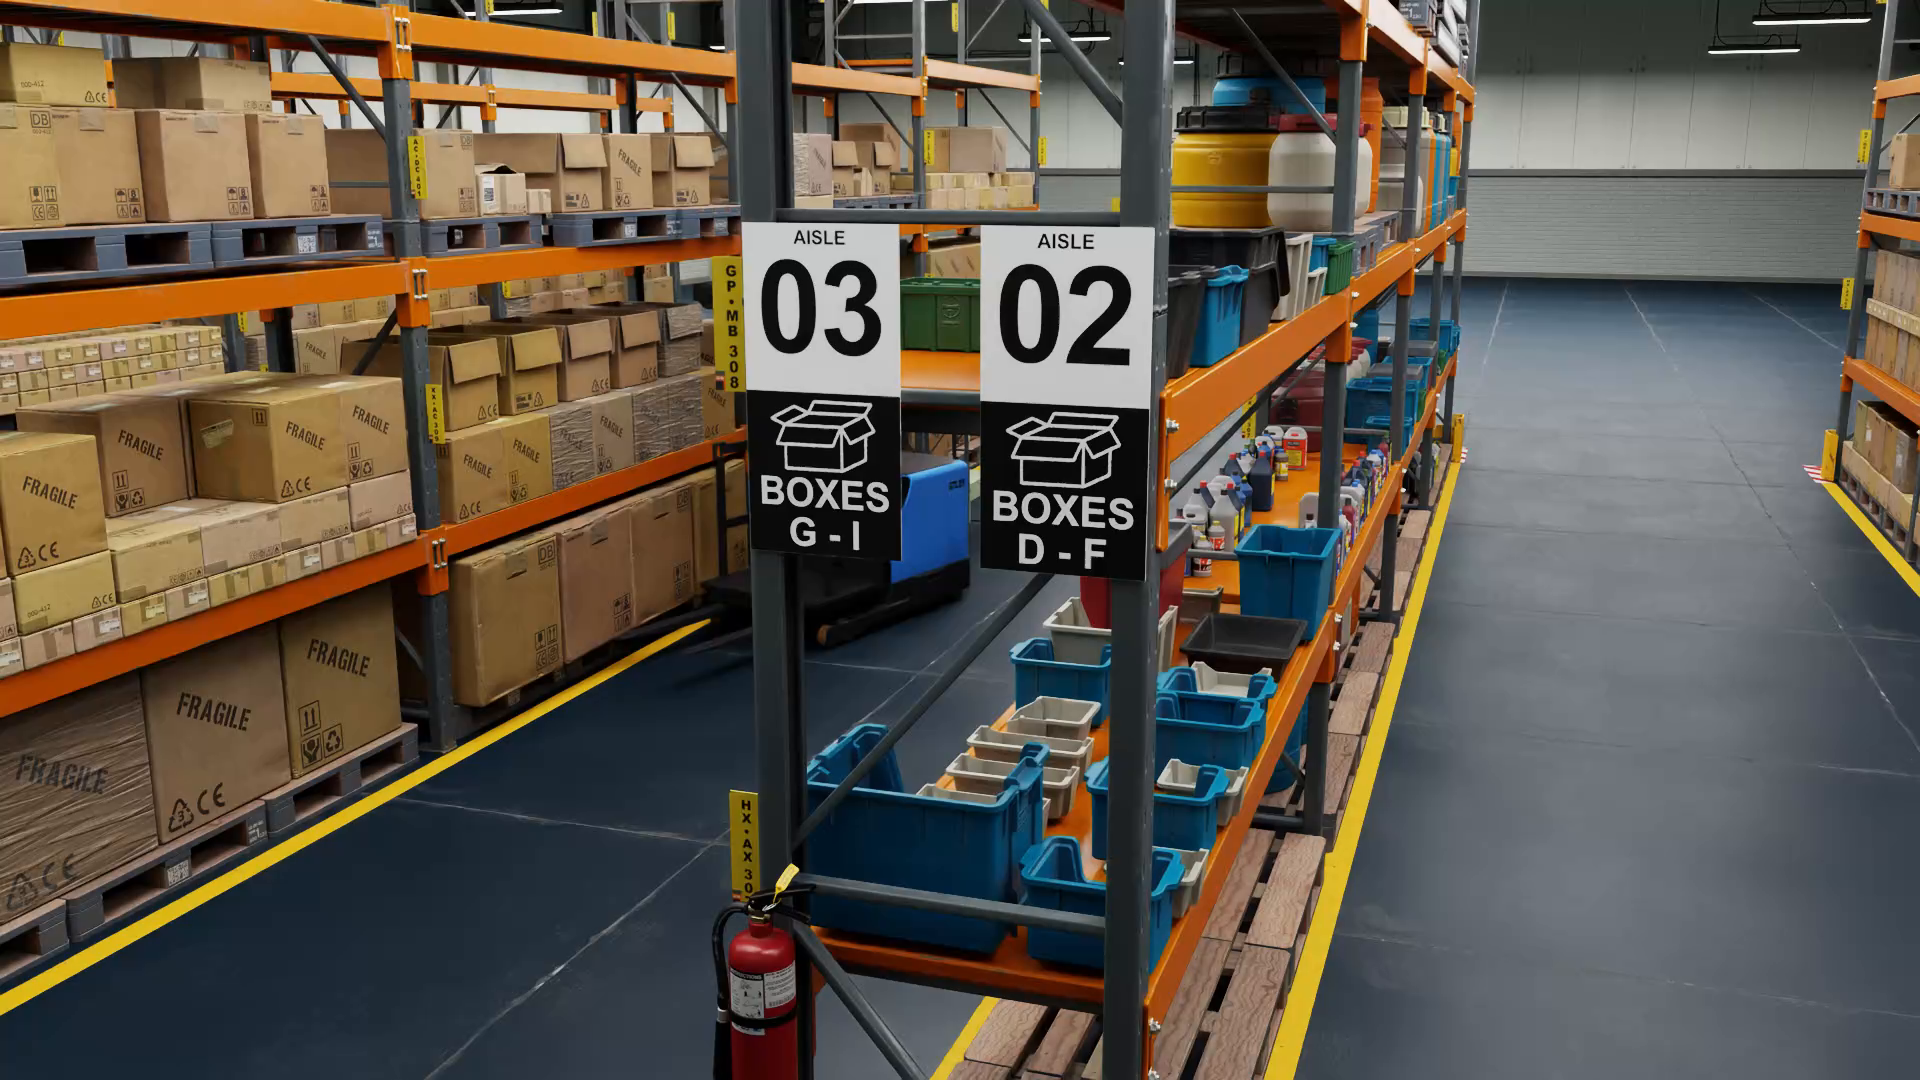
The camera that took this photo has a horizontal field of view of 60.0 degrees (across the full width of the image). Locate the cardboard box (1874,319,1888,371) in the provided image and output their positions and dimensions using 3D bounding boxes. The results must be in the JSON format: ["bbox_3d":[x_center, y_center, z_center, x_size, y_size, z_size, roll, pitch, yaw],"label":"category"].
[{"bbox_3d":[9.510,-1.926,16.459,0.700,0.500,0.500,5,14,20],"label":"cardboard box"}]

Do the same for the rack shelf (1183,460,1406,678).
[{"bbox_3d":[1.917,0.014,9.804,1.077,0.370,4.000,4,14,18],"label":"rack shelf"}]

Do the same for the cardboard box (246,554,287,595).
[{"bbox_3d":[-3.538,0.154,8.135,0.380,0.149,0.250,5,14,19],"label":"cardboard box"}]

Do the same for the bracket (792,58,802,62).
[{"bbox_3d":[-5.612,-14.128,48.576,0.076,0.066,4.783,4,14,18],"label":"bracket"}]

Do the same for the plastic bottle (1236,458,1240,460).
[{"bbox_3d":[1.681,-0.362,10.122,0.097,0.271,0.097,0,13,0],"label":"plastic bottle"}]

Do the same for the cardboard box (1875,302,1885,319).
[{"bbox_3d":[9.343,-2.275,16.531,0.380,0.149,0.250,4,14,19],"label":"cardboard box"}]

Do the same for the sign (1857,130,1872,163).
[{"bbox_3d":[9.315,-4.054,17.123,0.100,0.325,0.005,4,14,18],"label":"sign"}]

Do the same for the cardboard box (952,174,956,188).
[{"bbox_3d":[-0.263,-3.758,17.413,0.380,0.149,0.250,5,14,20],"label":"cardboard box"}]

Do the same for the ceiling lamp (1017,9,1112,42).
[{"bbox_3d":[2.308,-12.269,35.401,2.000,3.185,0.800,4,14,18],"label":"ceiling lamp"}]

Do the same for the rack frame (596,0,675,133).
[{"bbox_3d":[-4.195,-6.102,21.501,1.000,3.000,0.127,4,14,18],"label":"rack frame"}]

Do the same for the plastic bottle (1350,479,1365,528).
[{"bbox_3d":[2.250,-0.210,9.456,0.097,0.271,0.097,0,13,0],"label":"plastic bottle"}]

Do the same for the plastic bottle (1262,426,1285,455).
[{"bbox_3d":[2.118,-0.630,11.285,0.152,0.276,0.135,4,14,18],"label":"plastic bottle"}]

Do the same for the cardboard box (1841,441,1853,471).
[{"bbox_3d":[9.454,-0.852,17.217,0.500,0.250,0.500,4,14,18],"label":"cardboard box"}]

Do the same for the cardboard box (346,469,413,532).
[{"bbox_3d":[-3.311,-0.233,8.935,0.500,0.250,0.500,4,13,17],"label":"cardboard box"}]

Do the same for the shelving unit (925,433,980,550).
[{"bbox_3d":[0.002,-0.733,14.827,0.431,1.500,0.755,4,14,18],"label":"shelving unit"}]

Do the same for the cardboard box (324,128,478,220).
[{"bbox_3d":[-3.239,-2.111,9.588,0.700,0.500,0.500,5,14,20],"label":"cardboard box"}]

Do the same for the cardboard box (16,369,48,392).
[{"bbox_3d":[-7.095,-1.205,12.477,0.380,0.149,0.250,4,13,17],"label":"cardboard box"}]

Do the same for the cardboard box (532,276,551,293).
[{"bbox_3d":[-5.269,-3.134,19.216,0.875,0.550,0.550,4,14,18],"label":"cardboard box"}]

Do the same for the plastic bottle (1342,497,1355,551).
[{"bbox_3d":[2.079,-0.093,8.915,0.061,0.283,0.133,4,14,18],"label":"plastic bottle"}]

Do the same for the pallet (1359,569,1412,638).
[{"bbox_3d":[2.851,0.441,12.581,1.003,0.211,1.213,4,14,18],"label":"pallet"}]

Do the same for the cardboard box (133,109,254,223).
[{"bbox_3d":[-3.791,-1.755,7.803,0.700,0.500,0.500,5,14,21],"label":"cardboard box"}]

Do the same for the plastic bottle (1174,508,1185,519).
[{"bbox_3d":[1.123,-0.017,8.585,0.061,0.283,0.133,4,14,18],"label":"plastic bottle"}]

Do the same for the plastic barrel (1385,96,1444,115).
[{"bbox_3d":[4.282,-3.714,15.707,0.600,0.901,0.708,4,14,18],"label":"plastic barrel"}]

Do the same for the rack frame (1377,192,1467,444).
[{"bbox_3d":[5.152,-2.443,18.949,1.000,3.000,0.127,4,14,18],"label":"rack frame"}]

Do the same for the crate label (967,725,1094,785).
[{"bbox_3d":[0.243,0.720,5.548,0.396,0.136,0.243,4,14,18],"label":"crate label"}]

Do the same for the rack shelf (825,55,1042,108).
[{"bbox_3d":[-0.181,-4.951,18.079,1.077,0.370,4.000,4,14,18],"label":"rack shelf"}]

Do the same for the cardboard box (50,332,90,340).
[{"bbox_3d":[-7.370,-1.618,13.621,0.380,0.149,0.250,4,13,16],"label":"cardboard box"}]

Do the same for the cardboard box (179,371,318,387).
[{"bbox_3d":[-3.814,-0.628,8.980,0.500,0.500,0.500,4,14,18],"label":"cardboard box"}]

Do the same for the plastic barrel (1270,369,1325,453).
[{"bbox_3d":[2.427,-0.944,12.077,0.600,0.536,0.708,4,14,18],"label":"plastic barrel"}]

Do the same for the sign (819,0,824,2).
[{"bbox_3d":[-1.336,-5.419,16.229,0.100,0.325,0.005,4,14,18],"label":"sign"}]

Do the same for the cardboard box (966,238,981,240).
[{"bbox_3d":[0.365,-3.241,19.307,0.500,0.500,0.500,4,14,18],"label":"cardboard box"}]

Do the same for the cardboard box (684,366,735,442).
[{"bbox_3d":[-2.048,-1.042,12.587,0.500,0.500,0.500,5,14,20],"label":"cardboard box"}]

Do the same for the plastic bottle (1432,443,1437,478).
[{"bbox_3d":[4.711,-0.793,16.684,0.144,0.351,0.185,4,14,18],"label":"plastic bottle"}]

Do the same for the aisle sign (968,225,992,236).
[{"bbox_3d":[0.202,-4.101,20.374,0.394,0.787,0.004,4,14,18],"label":"aisle sign"}]

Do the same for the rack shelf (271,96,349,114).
[{"bbox_3d":[-9.558,-5.664,21.205,1.077,0.370,4.000,4,14,18],"label":"rack shelf"}]

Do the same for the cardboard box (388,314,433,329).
[{"bbox_3d":[-5.732,-2.042,16.970,0.500,0.500,0.500,5,14,19],"label":"cardboard box"}]

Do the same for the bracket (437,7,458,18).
[{"bbox_3d":[-10.603,-10.881,34.348,0.235,0.232,0.430,4,14,18],"label":"bracket"}]

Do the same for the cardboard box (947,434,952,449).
[{"bbox_3d":[-0.356,-1.282,18.537,0.500,0.500,0.500,3,13,13],"label":"cardboard box"}]

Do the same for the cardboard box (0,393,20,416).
[{"bbox_3d":[-7.182,-1.001,12.252,0.380,0.149,0.250,4,13,16],"label":"cardboard box"}]

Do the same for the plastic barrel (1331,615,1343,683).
[{"bbox_3d":[2.056,0.555,10.292,0.600,0.588,0.708,4,14,18],"label":"plastic barrel"}]

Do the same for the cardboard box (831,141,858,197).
[{"bbox_3d":[-1.378,-3.384,15.157,0.797,0.503,0.637,5,14,21],"label":"cardboard box"}]

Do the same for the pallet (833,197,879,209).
[{"bbox_3d":[-1.462,-2.987,15.015,1.213,0.211,1.003,4,14,18],"label":"pallet"}]

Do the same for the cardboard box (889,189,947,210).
[{"bbox_3d":[-0.440,-3.423,16.838,0.500,0.250,0.500,4,13,16],"label":"cardboard box"}]

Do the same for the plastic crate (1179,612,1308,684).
[{"bbox_3d":[1.162,0.444,6.785,0.437,0.125,0.590,4,14,18],"label":"plastic crate"}]

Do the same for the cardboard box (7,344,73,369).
[{"bbox_3d":[-7.013,-1.402,12.675,0.380,0.149,0.250,5,14,20],"label":"cardboard box"}]

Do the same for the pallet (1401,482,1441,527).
[{"bbox_3d":[4.115,-0.379,16.175,1.003,0.211,1.213,4,14,18],"label":"pallet"}]

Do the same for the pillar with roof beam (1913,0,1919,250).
[{"bbox_3d":[20.752,-11.071,43.270,9.100,9.000,0.548,4,14,18],"label":"pillar with roof beam"}]

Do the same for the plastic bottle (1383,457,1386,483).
[{"bbox_3d":[2.708,-0.474,10.770,0.097,0.201,0.097,0,13,0],"label":"plastic bottle"}]

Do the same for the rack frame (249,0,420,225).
[{"bbox_3d":[-3.417,-3.197,8.774,1.000,3.000,0.127,4,14,18],"label":"rack frame"}]

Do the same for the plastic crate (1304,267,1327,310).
[{"bbox_3d":[1.218,-0.955,6.281,0.293,0.136,0.466,4,14,18],"label":"plastic crate"}]

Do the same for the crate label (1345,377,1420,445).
[{"bbox_3d":[3.141,-0.965,12.396,0.502,0.435,0.616,4,14,18],"label":"crate label"}]

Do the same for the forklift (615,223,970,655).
[{"bbox_3d":[-1.174,-0.791,11.868,1.130,2.935,3.031,9,16,34],"label":"forklift"}]

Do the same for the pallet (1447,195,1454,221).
[{"bbox_3d":[3.999,-3.130,15.642,1.213,0.211,1.003,4,14,18],"label":"pallet"}]

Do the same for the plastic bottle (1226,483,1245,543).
[{"bbox_3d":[1.454,-0.138,8.960,0.144,0.351,0.185,4,14,18],"label":"plastic bottle"}]
